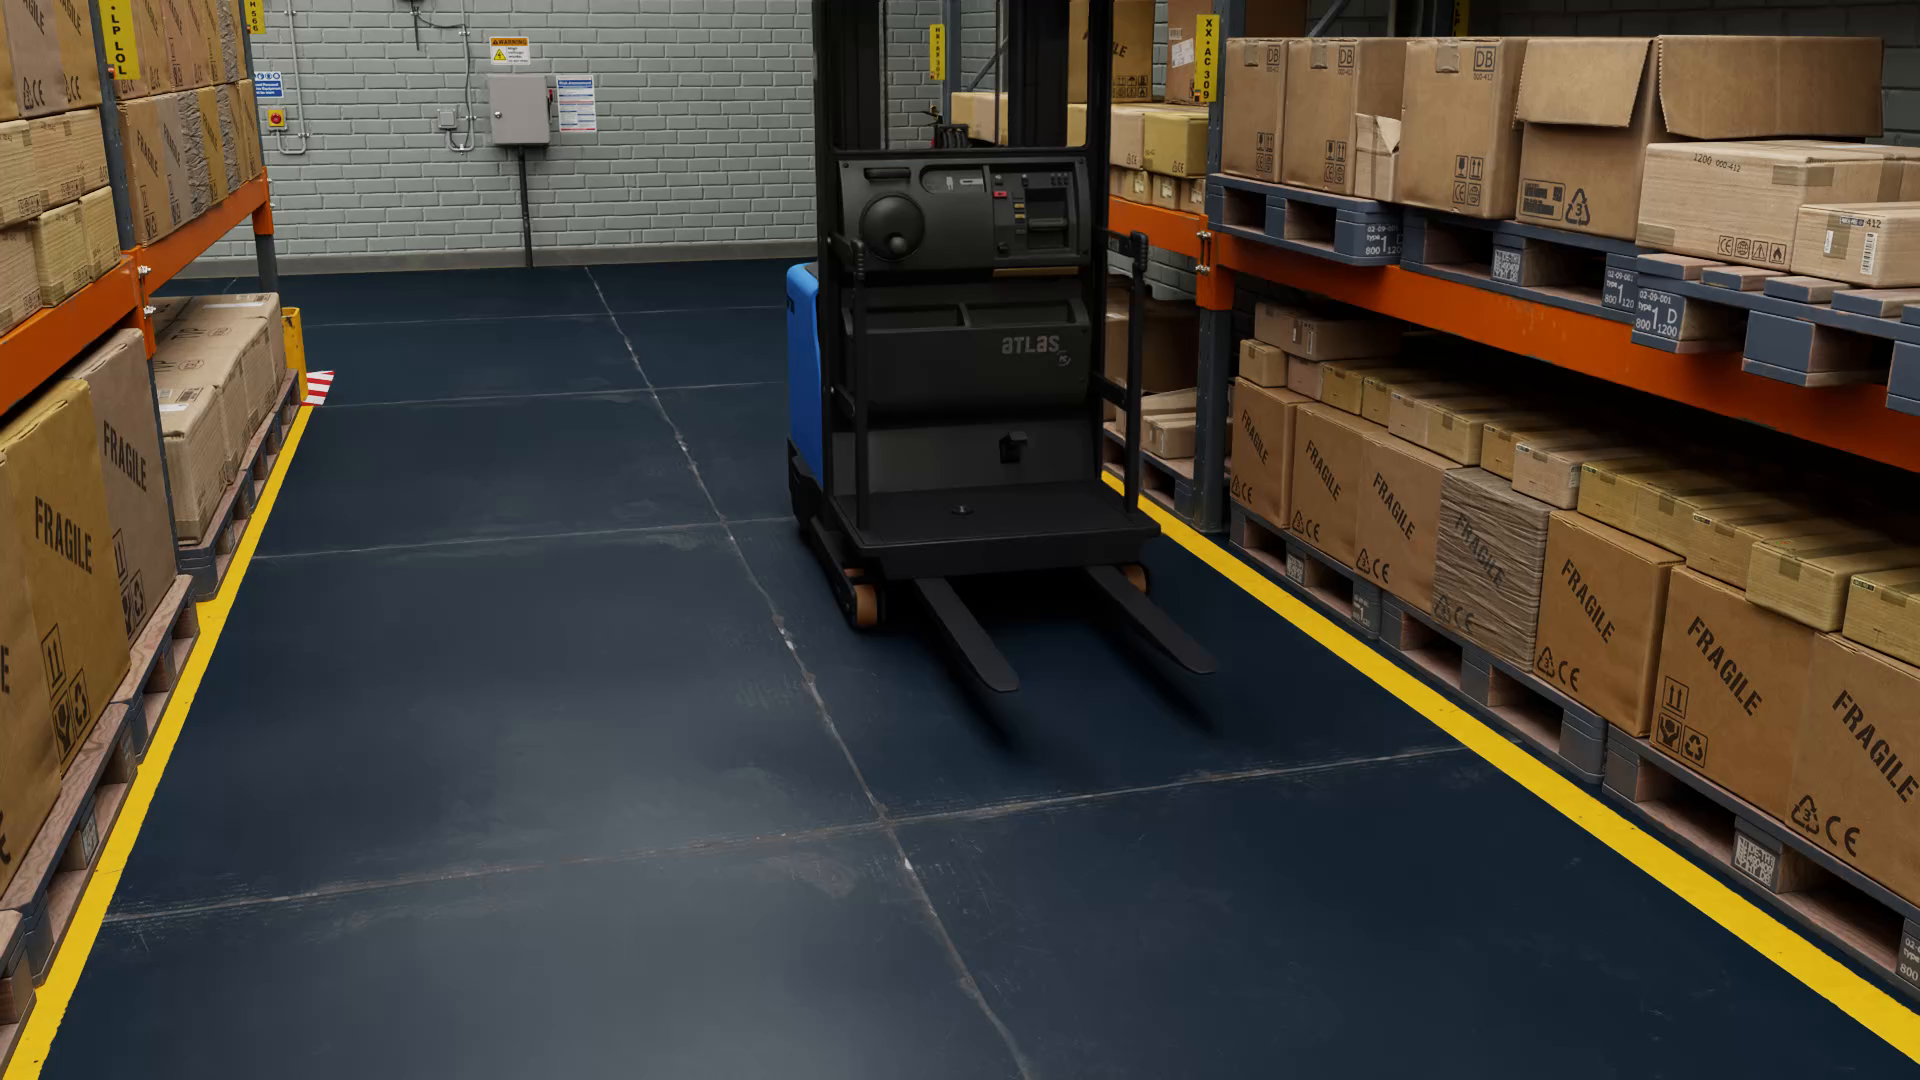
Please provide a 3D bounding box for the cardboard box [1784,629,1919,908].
[{"bbox_3d":[2.263,0.491,3.718,0.500,0.500,0.500,-4,17,-14],"label":"cardboard box"}]

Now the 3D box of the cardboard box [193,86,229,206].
[{"bbox_3d":[-3.569,-1.736,7.345,0.500,0.500,0.500,-4,17,-14],"label":"cardboard box"}]

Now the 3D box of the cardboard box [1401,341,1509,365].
[{"bbox_3d":[1.942,-0.675,6.471,0.380,0.149,0.250,-5,17,-15],"label":"cardboard box"}]

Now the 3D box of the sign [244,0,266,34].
[{"bbox_3d":[-3.859,-2.931,9.072,0.100,0.325,0.005,-5,17,-15],"label":"sign"}]

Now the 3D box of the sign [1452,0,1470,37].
[{"bbox_3d":[2.019,-2.111,6.752,0.100,0.325,0.005,-5,17,-15],"label":"sign"}]

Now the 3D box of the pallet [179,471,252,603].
[{"bbox_3d":[-3.419,0.001,6.582,1.003,0.211,1.213,-5,17,-15],"label":"pallet"}]

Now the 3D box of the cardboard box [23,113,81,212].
[{"bbox_3d":[-2.786,-1.045,4.609,0.500,0.250,0.500,-4,17,-14],"label":"cardboard box"}]

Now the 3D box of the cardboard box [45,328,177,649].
[{"bbox_3d":[-3.038,-0.136,5.155,0.875,0.875,0.875,-4,17,-14],"label":"cardboard box"}]

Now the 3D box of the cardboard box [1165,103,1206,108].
[{"bbox_3d":[1.325,-2.021,8.211,0.500,0.250,0.500,-4,17,-14],"label":"cardboard box"}]

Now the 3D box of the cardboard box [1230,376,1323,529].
[{"bbox_3d":[1.403,-0.364,6.564,0.500,0.500,0.500,-4,17,-13],"label":"cardboard box"}]

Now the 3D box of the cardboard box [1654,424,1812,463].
[{"bbox_3d":[2.335,-0.242,5.031,0.380,0.149,0.250,-5,17,-15],"label":"cardboard box"}]

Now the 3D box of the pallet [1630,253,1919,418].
[{"bbox_3d":[2.332,-0.495,3.719,1.213,0.211,1.003,-5,17,-15],"label":"pallet"}]

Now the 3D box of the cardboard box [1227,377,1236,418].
[{"bbox_3d":[1.532,-0.626,7.767,0.500,0.311,0.500,-4,17,-13],"label":"cardboard box"}]

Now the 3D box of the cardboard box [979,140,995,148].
[{"bbox_3d":[0.328,-2.318,9.892,0.380,0.149,0.250,-4,17,-14],"label":"cardboard box"}]

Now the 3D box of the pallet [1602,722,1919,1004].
[{"bbox_3d":[2.417,0.721,4.185,1.003,0.211,1.213,-5,17,-15],"label":"pallet"}]

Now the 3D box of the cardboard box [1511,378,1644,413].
[{"bbox_3d":[2.137,-0.459,5.753,0.380,0.149,0.250,-4,17,-14],"label":"cardboard box"}]

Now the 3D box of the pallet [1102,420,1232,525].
[{"bbox_3d":[1.298,-0.366,7.803,1.003,0.211,1.213,-5,17,-15],"label":"pallet"}]

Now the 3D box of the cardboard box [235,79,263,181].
[{"bbox_3d":[-3.998,-2.160,8.754,0.500,0.500,0.500,-5,17,-15],"label":"cardboard box"}]

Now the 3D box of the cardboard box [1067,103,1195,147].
[{"bbox_3d":[0.835,-1.980,8.073,0.500,0.250,0.500,-5,17,-16],"label":"cardboard box"}]

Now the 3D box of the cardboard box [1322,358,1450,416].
[{"bbox_3d":[1.561,-0.565,6.107,0.380,0.149,0.250,-6,18,-18],"label":"cardboard box"}]

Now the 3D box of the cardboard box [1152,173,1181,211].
[{"bbox_3d":[1.063,-1.530,7.267,0.380,0.149,0.250,-4,17,-14],"label":"cardboard box"}]

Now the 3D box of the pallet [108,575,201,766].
[{"bbox_3d":[-3.001,0.425,5.170,1.003,0.211,1.213,-5,17,-15],"label":"pallet"}]

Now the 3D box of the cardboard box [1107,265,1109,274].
[{"bbox_3d":[0.464,-1.447,10.163,0.797,0.503,0.637,-5,18,-17],"label":"cardboard box"}]

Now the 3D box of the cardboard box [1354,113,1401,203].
[{"bbox_3d":[1.499,-1.234,5.348,0.396,0.266,0.258,-4,17,-13],"label":"cardboard box"}]

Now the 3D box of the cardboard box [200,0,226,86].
[{"bbox_3d":[-3.719,-2.357,7.674,0.500,0.500,0.500,-5,17,-16],"label":"cardboard box"}]

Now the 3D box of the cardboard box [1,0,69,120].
[{"bbox_3d":[-2.772,-1.398,4.482,0.500,0.500,0.500,-4,17,-14],"label":"cardboard box"}]

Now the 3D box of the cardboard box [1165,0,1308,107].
[{"bbox_3d":[1.333,-2.374,8.082,0.500,0.500,0.500,-5,17,-17],"label":"cardboard box"}]

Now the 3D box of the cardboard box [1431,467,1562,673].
[{"bbox_3d":[1.828,0.065,5.136,0.500,0.500,0.500,-5,18,-17],"label":"cardboard box"}]

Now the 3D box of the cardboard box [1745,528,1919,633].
[{"bbox_3d":[2.101,0.091,3.923,0.380,0.149,0.250,-6,18,-18],"label":"cardboard box"}]

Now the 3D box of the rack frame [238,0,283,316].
[{"bbox_3d":[-4.385,-2.224,9.143,1.000,3.000,0.127,-5,17,-15],"label":"rack frame"}]

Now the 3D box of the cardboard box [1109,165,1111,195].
[{"bbox_3d":[0.825,-1.743,7.976,0.380,0.149,0.250,-5,17,-16],"label":"cardboard box"}]

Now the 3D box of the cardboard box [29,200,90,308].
[{"bbox_3d":[-2.781,-0.801,4.665,0.500,0.250,0.500,-5,17,-16],"label":"cardboard box"}]

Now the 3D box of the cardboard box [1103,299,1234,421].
[{"bbox_3d":[0.947,-0.918,8.411,0.700,0.500,0.500,-5,18,-17],"label":"cardboard box"}]

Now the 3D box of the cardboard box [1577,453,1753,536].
[{"bbox_3d":[1.973,-0.131,4.662,0.380,0.149,0.250,-5,17,-16],"label":"cardboard box"}]

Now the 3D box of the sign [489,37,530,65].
[{"bbox_3d":[-4.007,-4.356,14.805,0.339,0.242,0.001,-5,17,-15],"label":"sign"}]

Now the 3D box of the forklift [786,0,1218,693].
[{"bbox_3d":[0.077,-1.205,5.868,1.130,2.935,3.031,-4,17,-13],"label":"forklift"}]

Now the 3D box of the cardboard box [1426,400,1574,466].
[{"bbox_3d":[1.748,-0.350,5.389,0.380,0.149,0.250,-4,17,-13],"label":"cardboard box"}]

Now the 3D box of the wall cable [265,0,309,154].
[{"bbox_3d":[-5.957,-4.284,14.179,0.585,1.953,0.123,-5,17,-15],"label":"wall cable"}]

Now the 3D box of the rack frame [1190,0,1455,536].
[{"bbox_3d":[1.486,-1.511,6.770,1.000,3.000,0.127,-5,17,-15],"label":"rack frame"}]

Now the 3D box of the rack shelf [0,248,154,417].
[{"bbox_3d":[-2.736,-0.220,3.721,1.077,0.370,4.000,-5,17,-15],"label":"rack shelf"}]

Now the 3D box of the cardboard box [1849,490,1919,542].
[{"bbox_3d":[2.549,-0.027,4.314,0.380,0.149,0.250,-4,17,-15],"label":"cardboard box"}]

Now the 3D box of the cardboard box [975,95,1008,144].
[{"bbox_3d":[0.391,-2.402,9.479,0.500,0.250,0.500,-5,17,-15],"label":"cardboard box"}]

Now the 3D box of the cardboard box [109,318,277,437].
[{"bbox_3d":[-3.848,-0.771,8.029,0.875,0.438,0.875,-4,17,-14],"label":"cardboard box"}]

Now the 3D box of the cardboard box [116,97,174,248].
[{"bbox_3d":[-3.163,-1.316,5.946,0.500,0.500,0.500,-4,17,-13],"label":"cardboard box"}]

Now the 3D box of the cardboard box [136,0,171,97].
[{"bbox_3d":[-3.316,-1.936,6.270,0.500,0.500,0.500,-5,17,-16],"label":"cardboard box"}]

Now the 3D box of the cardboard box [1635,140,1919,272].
[{"bbox_3d":[1.984,-0.800,3.934,0.500,0.250,0.500,-6,18,-18],"label":"cardboard box"}]
